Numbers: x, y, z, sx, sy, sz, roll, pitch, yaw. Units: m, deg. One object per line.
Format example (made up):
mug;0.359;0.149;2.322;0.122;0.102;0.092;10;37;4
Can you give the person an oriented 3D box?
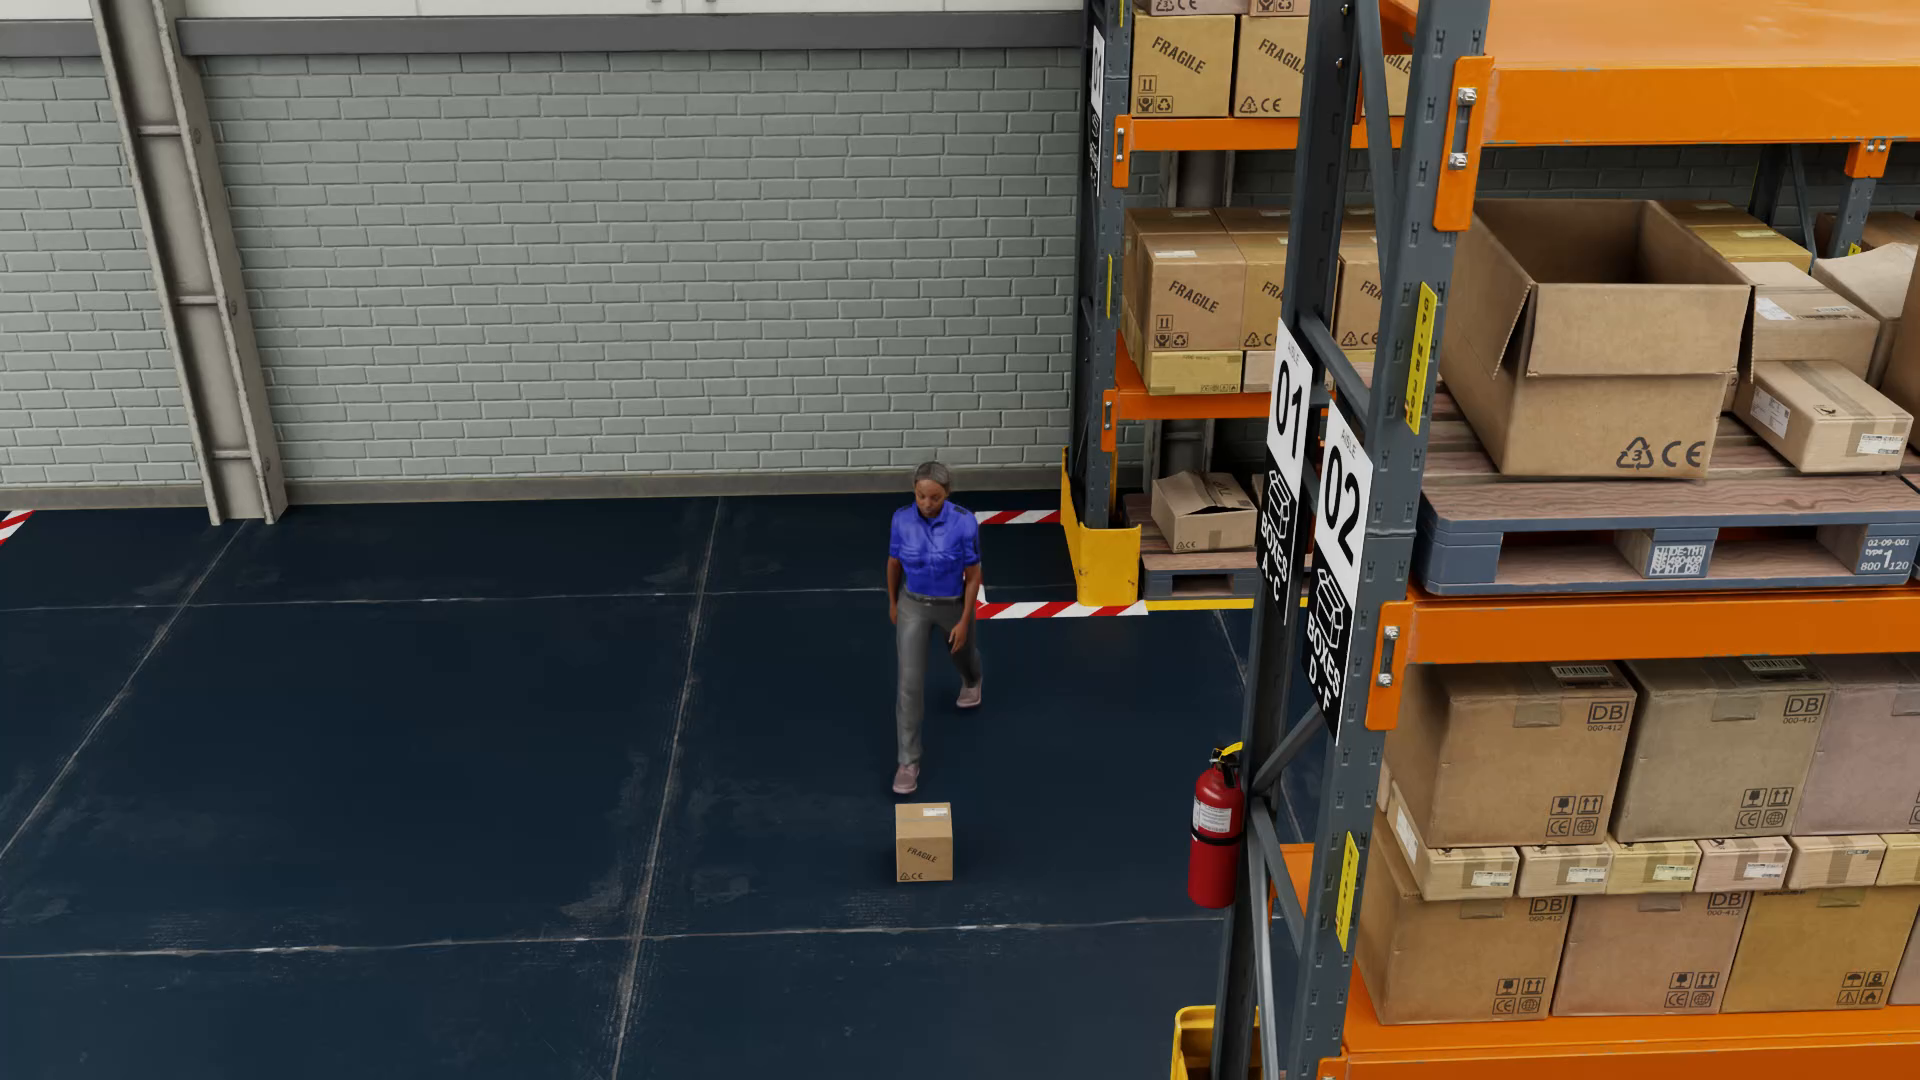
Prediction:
person;-0.126;0.320;8.030;0.465;1.605;1.027;3;28;5
